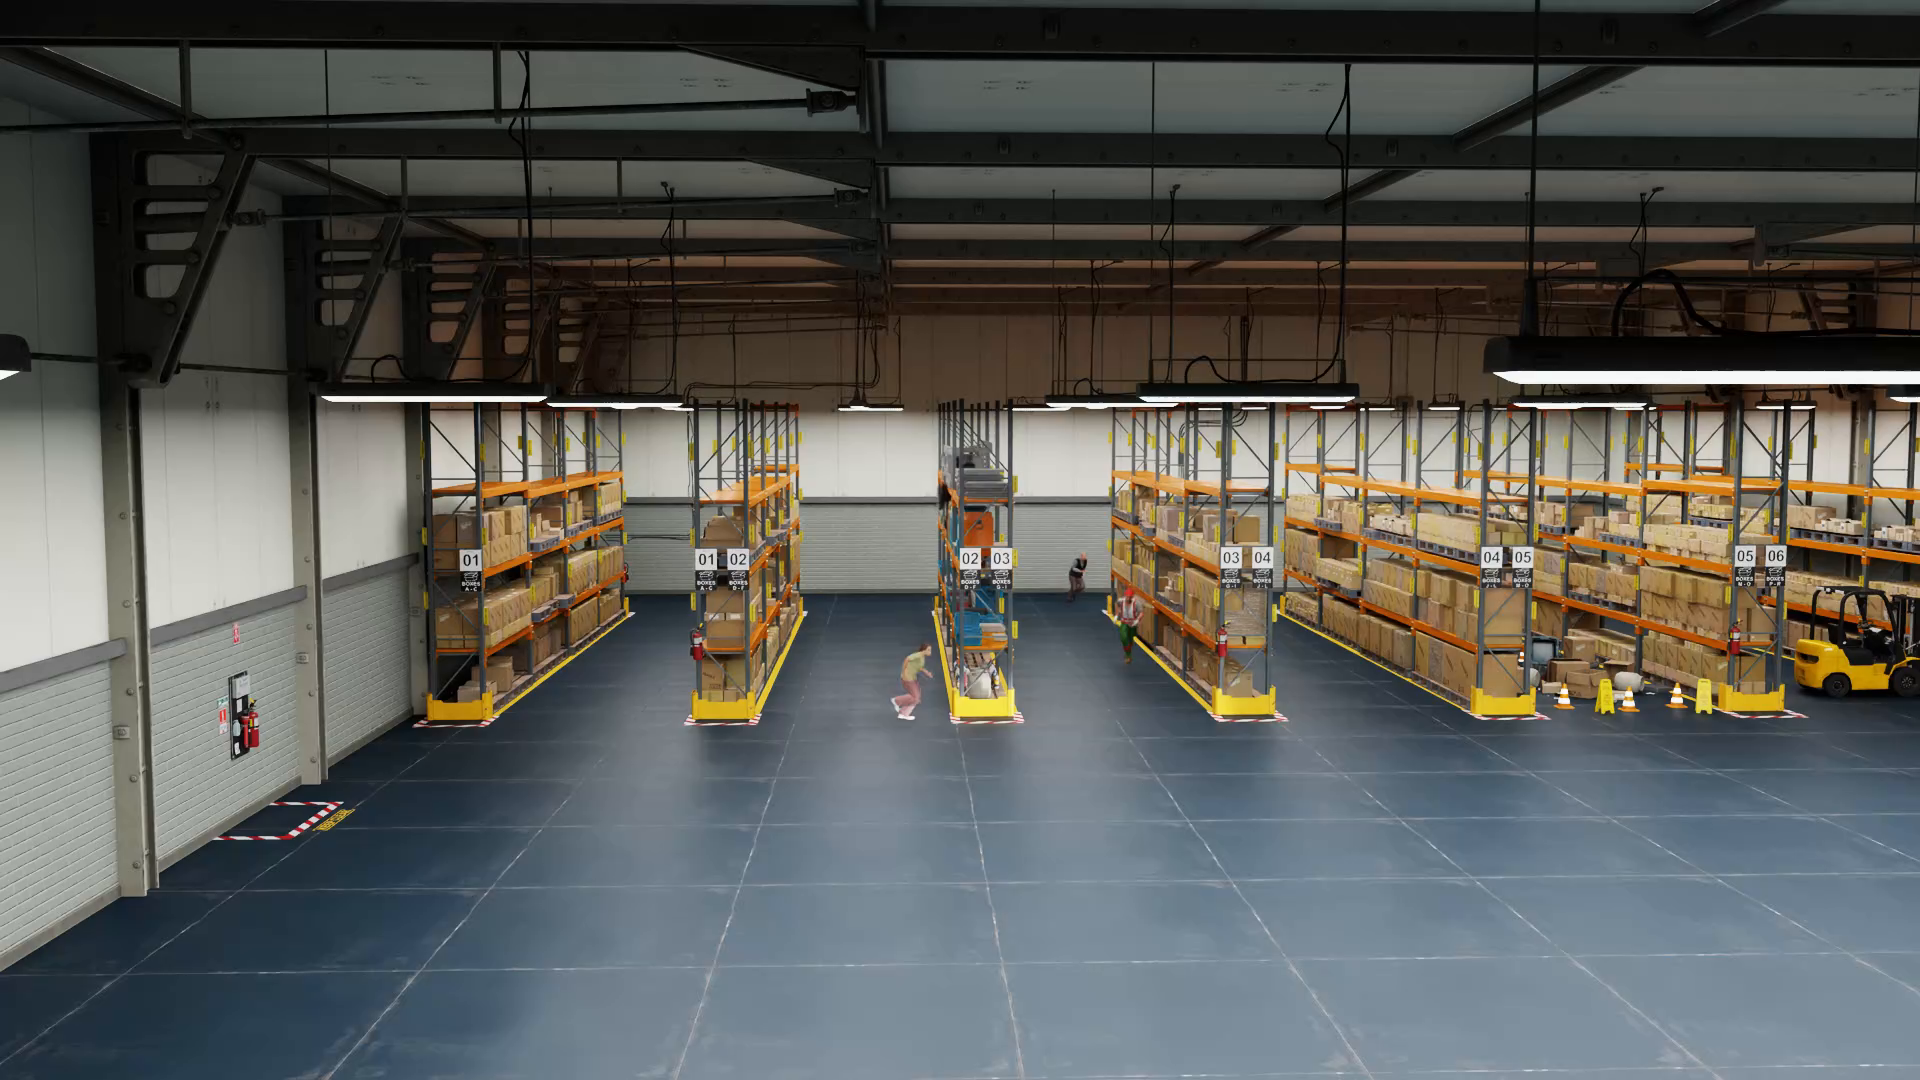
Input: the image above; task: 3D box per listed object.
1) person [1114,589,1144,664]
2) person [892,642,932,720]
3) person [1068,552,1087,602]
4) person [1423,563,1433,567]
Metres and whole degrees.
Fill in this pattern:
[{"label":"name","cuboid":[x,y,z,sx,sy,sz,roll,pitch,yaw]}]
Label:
[{"label":"person","cuboid":[3.728,1.858,36.650,0.677,1.645,1.083,1,4,8]},{"label":"person","cuboid":[-0.911,2.632,31.061,0.790,1.488,0.600,2,5,19]},{"label":"person","cuboid":[3.608,1.123,50.349,0.695,1.548,0.864,-4,6,-39]},{"label":"person","cuboid":[12.631,1.492,44.509,0.677,1.745,0.867,-4,6,-42]}]
